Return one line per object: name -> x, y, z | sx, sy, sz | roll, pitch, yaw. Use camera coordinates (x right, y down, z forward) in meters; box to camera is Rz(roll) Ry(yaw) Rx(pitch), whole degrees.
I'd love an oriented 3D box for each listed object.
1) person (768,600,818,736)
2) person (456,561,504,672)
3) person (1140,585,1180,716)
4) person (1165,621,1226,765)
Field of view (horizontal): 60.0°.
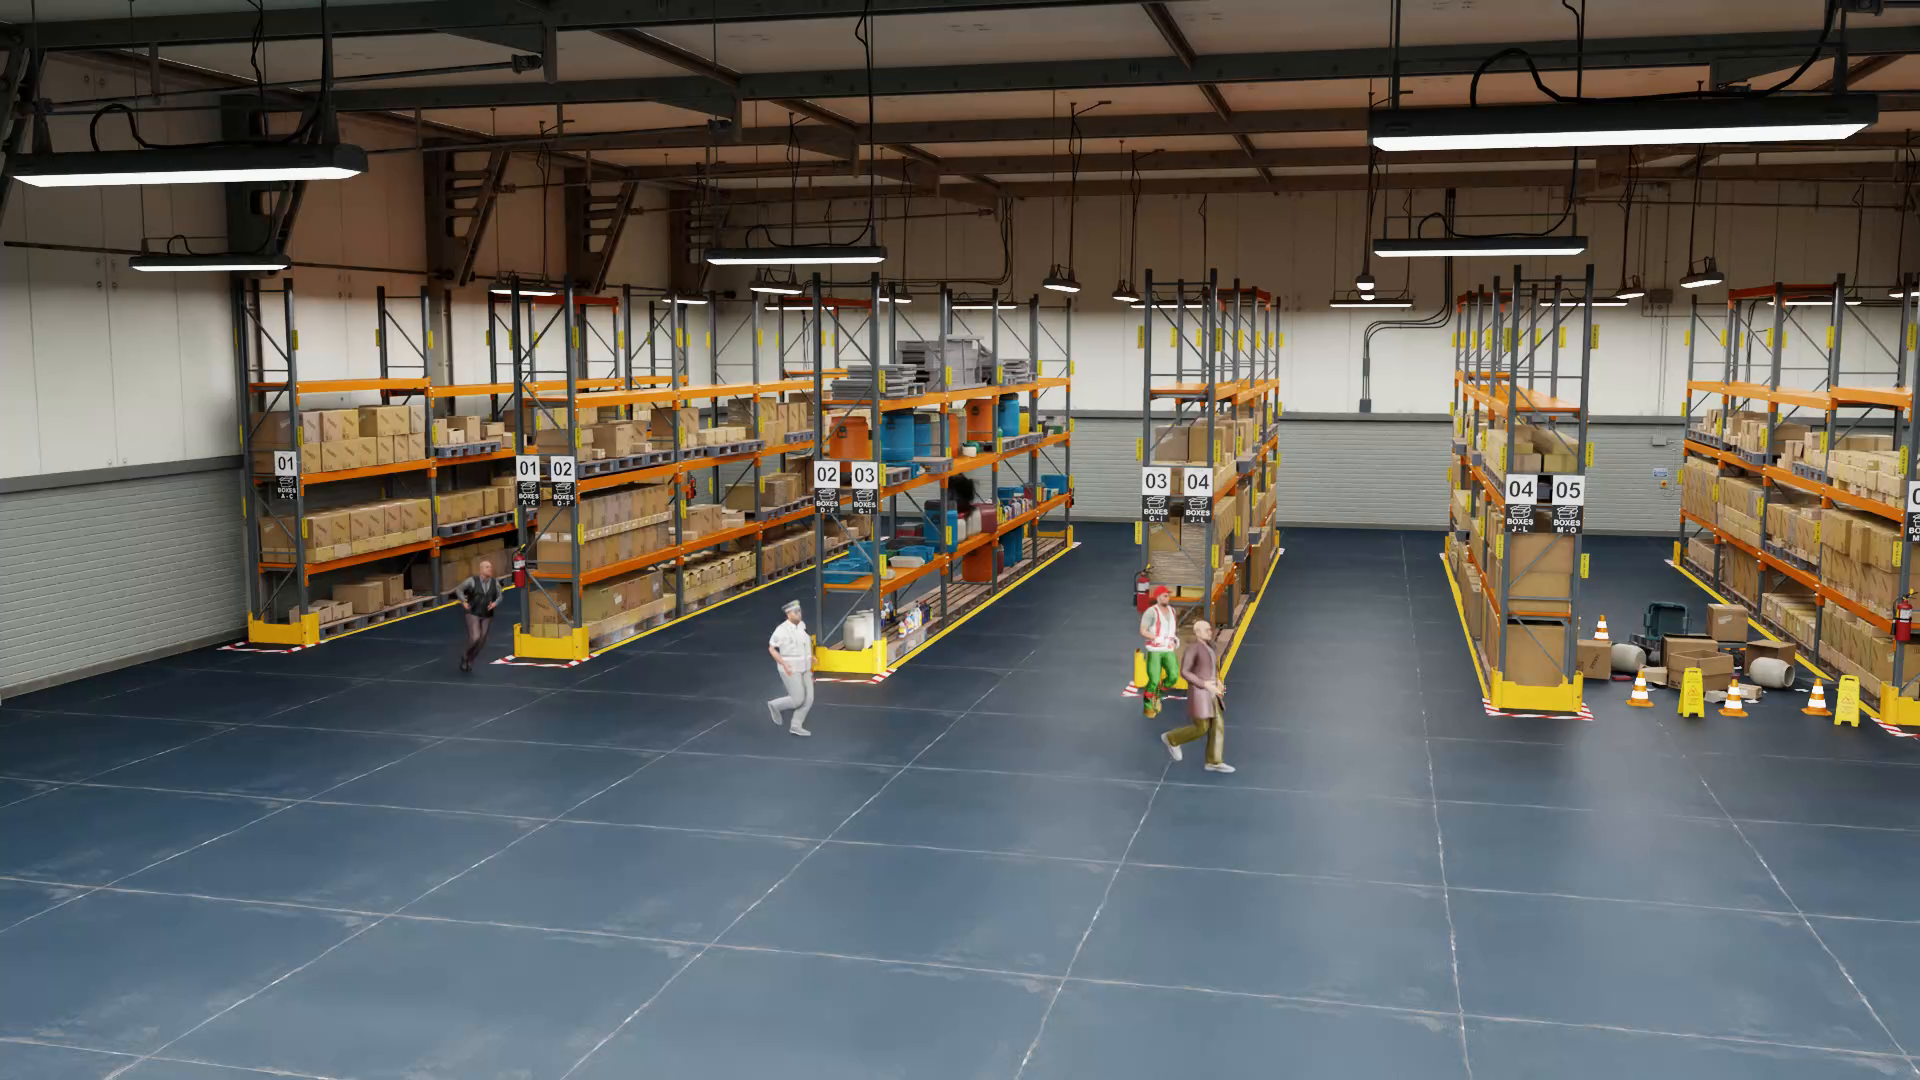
person -> -2.126, 1.623, 21.151 | 0.602, 1.731, 0.664 | 5, 8, 35
person -> -7.248, 1.164, 25.191 | 0.687, 1.687, 0.576 | -5, 9, -38
person -> 2.709, 1.483, 22.159 | 0.684, 1.762, 0.620 | -3, 8, -27
person -> 2.775, 1.767, 19.379 | 0.733, 1.679, 0.720 | 5, 9, 37
